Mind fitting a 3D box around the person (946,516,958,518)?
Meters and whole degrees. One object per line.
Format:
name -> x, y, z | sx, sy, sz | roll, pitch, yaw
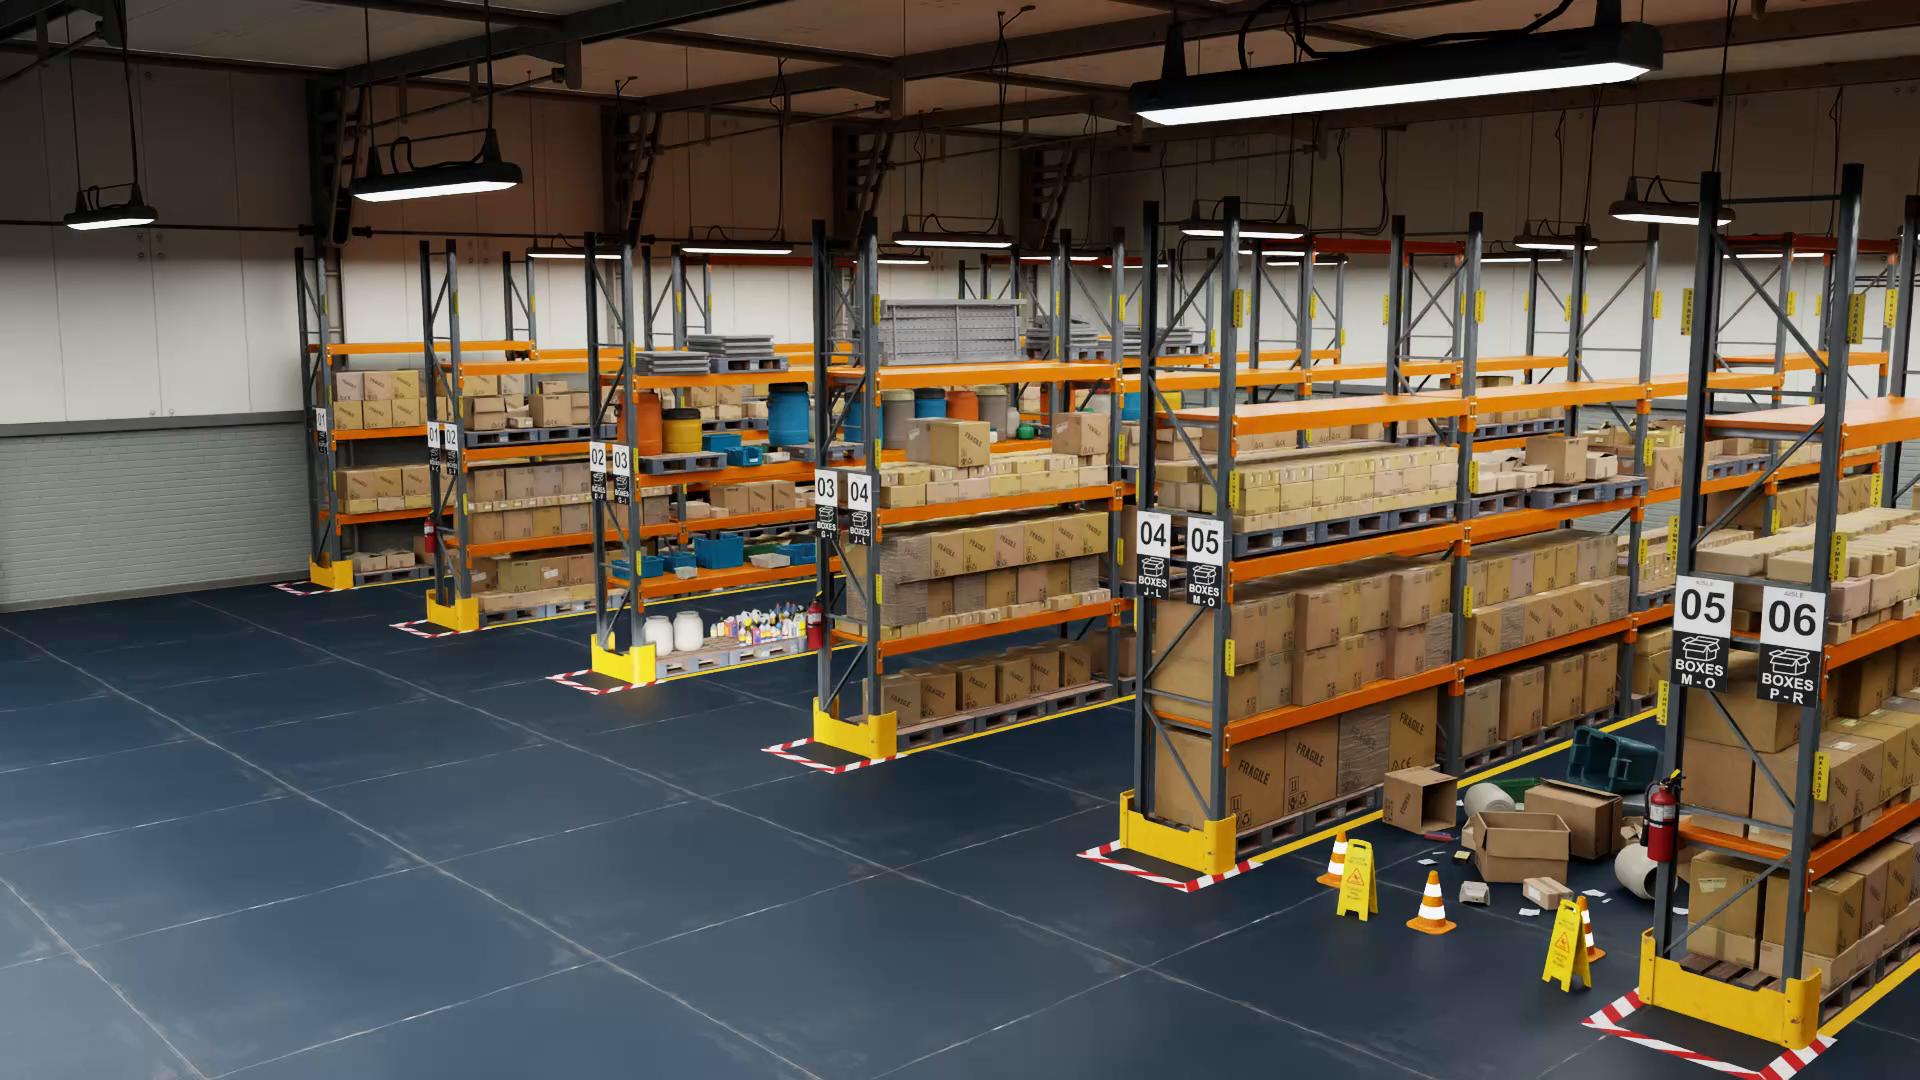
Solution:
person -> -0.123, 0.373, 25.142 | 0.498, 1.631, 0.740 | 7, 11, 40
